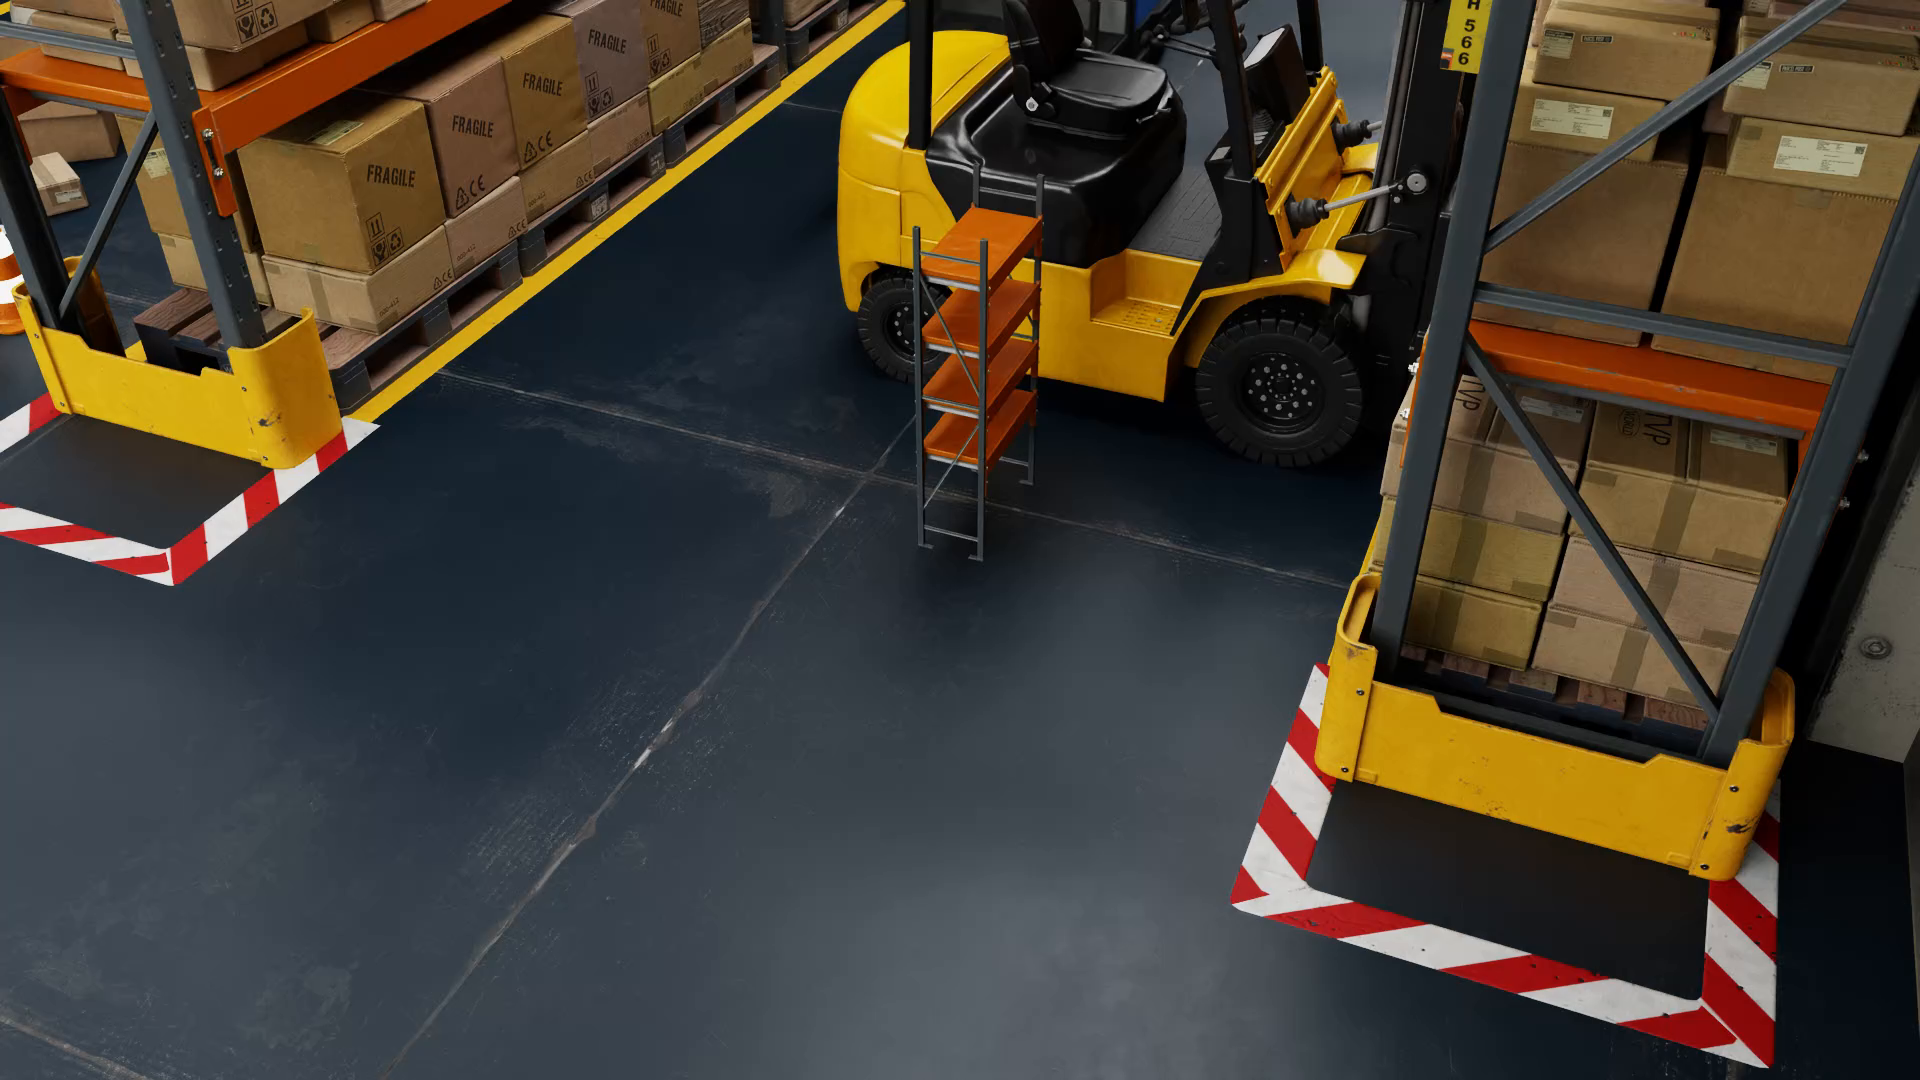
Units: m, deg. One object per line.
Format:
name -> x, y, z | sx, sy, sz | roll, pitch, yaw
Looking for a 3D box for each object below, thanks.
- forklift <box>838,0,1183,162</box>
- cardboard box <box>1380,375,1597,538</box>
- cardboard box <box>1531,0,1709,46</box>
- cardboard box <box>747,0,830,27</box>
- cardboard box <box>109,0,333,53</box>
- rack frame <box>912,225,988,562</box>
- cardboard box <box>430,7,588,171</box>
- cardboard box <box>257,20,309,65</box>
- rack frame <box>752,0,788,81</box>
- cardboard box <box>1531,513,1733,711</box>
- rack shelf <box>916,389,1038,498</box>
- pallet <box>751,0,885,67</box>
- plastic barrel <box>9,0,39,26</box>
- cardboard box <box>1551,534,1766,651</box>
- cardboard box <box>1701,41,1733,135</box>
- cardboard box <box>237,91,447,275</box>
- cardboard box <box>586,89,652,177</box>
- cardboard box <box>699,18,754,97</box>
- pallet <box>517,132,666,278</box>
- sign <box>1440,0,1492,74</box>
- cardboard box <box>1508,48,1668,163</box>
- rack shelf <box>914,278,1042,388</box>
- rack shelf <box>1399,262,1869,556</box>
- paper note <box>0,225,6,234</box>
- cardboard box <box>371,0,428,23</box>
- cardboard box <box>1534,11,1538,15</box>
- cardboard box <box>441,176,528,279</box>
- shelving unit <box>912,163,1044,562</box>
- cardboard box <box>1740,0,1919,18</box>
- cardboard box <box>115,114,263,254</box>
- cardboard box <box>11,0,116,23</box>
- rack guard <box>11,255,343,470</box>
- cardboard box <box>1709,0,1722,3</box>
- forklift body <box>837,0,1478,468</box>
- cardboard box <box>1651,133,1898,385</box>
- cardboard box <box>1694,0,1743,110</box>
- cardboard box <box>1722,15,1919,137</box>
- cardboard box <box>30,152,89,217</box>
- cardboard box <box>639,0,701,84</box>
forklift -> 0.301, -3.525, 8.018 | 1.130, 2.935, 3.031 | 13, 39, 17
cardboard box -> 1.523, -0.298, 4.754 | 0.500, 0.250, 0.500 | 15, 39, 19
cardboard box -> 1.642, -1.314, 4.129 | 0.380, 0.149, 0.250 | 14, 39, 18
cardboard box -> -1.237, -3.255, 9.443 | 0.950, 0.372, 0.625 | 14, 39, 18
cardboard box -> -2.519, -1.992, 5.577 | 0.500, 0.500, 0.500 | 13, 39, 17
rack frame -> -0.030, -0.437, 5.333 | 0.240, 1.200, 0.015 | 14, 39, 18
cardboard box -> -1.992, -1.964, 7.192 | 0.500, 0.500, 0.500 | 15, 39, 19
cardboard box -> -2.553, -1.817, 5.885 | 0.380, 0.149, 0.250 | 14, 39, 18
rack frame -> -1.434, -3.848, 8.393 | 1.000, 3.000, 0.127 | 14, 39, 18
cardboard box -> 2.003, 0.201, 4.922 | 0.500, 0.250, 0.500 | 14, 39, 18
rack shelf -> 0.063, -0.359, 5.673 | 0.258, 0.148, 0.480 | 14, 39, 18
pallet -> -1.139, -3.163, 9.805 | 1.003, 0.211, 1.213 | 14, 39, 18
plastic barrel -> -5.063, -2.910, 9.290 | 0.421, 0.421, 0.512 | -17, 40, -22
cardboard box -> 2.007, 0.015, 4.753 | 0.500, 0.250, 0.500 | 15, 39, 19
cardboard box -> 2.040, -1.085, 4.070 | 0.380, 0.149, 0.250 | 14, 39, 18
cardboard box -> -2.385, -1.398, 6.434 | 0.500, 0.500, 0.500 | 13, 39, 16
cardboard box -> -1.802, -1.949, 7.798 | 0.500, 0.250, 0.500 | 14, 39, 18
cardboard box -> -1.410, -2.527, 8.571 | 0.500, 0.250, 0.500 | 16, 40, 20
pallet -> -2.120, -1.674, 7.813 | 1.003, 0.211, 1.213 | 14, 39, 18
sign -> 1.139, -1.195, 3.678 | 0.100, 0.325, 0.005 | 14, 39, 18
cardboard box -> 1.509, -1.061, 4.038 | 0.380, 0.149, 0.250 | 14, 39, 18
rack shelf -> 0.063, -0.698, 5.420 | 0.258, 0.148, 0.480 | 14, 39, 18
rack shelf -> 2.397, -1.324, 5.617 | 1.077, 0.370, 4.000 | 14, 39, 18
paper note -> -4.437, -1.421, 7.626 | 0.148, 0.019, 0.142 | 1, 37, 2
cardboard box -> -2.237, -2.075, 6.231 | 0.380, 0.149, 0.250 | 14, 39, 18
cardboard box -> 1.786, -1.162, 4.716 | 0.500, 0.500, 0.500 | 15, 39, 19
cardboard box -> -2.192, -1.365, 7.017 | 0.500, 0.250, 0.500 | 15, 39, 19
shelving unit -> 0.063, -0.572, 5.513 | 0.258, 1.200, 0.503 | 14, 39, 18
cardboard box -> 2.179, -1.348, 4.174 | 0.380, 0.149, 0.250 | 15, 39, 19
cardboard box -> -2.892, -1.504, 6.576 | 0.500, 0.500, 0.500 | 14, 39, 18
cardboard box -> -3.004, -2.156, 5.797 | 0.500, 0.500, 0.500 | 13, 39, 17
rack guard -> -2.927, -0.674, 6.235 | 1.175, 0.500, 0.348 | 14, 39, 18
cardboard box -> 1.880, -1.586, 4.493 | 0.380, 0.149, 0.250 | 14, 39, 18
forklift body -> 0.670, -1.631, 6.135 | 2.313, 2.155, 1.214 | 14, 39, 18
cardboard box -> 2.081, -0.756, 4.173 | 0.500, 0.500, 0.500 | 15, 39, 19
cardboard box -> 2.446, -1.329, 4.939 | 0.500, 0.500, 0.500 | 13, 39, 17
cardboard box -> 1.961, -1.061, 3.791 | 0.380, 0.149, 0.250 | 13, 39, 17
cardboard box -> -4.326, -1.677, 7.870 | 0.250, 0.149, 0.380 | -25, 43, -29
cardboard box -> -1.603, -2.545, 7.969 | 0.500, 0.500, 0.500 | 15, 39, 19
